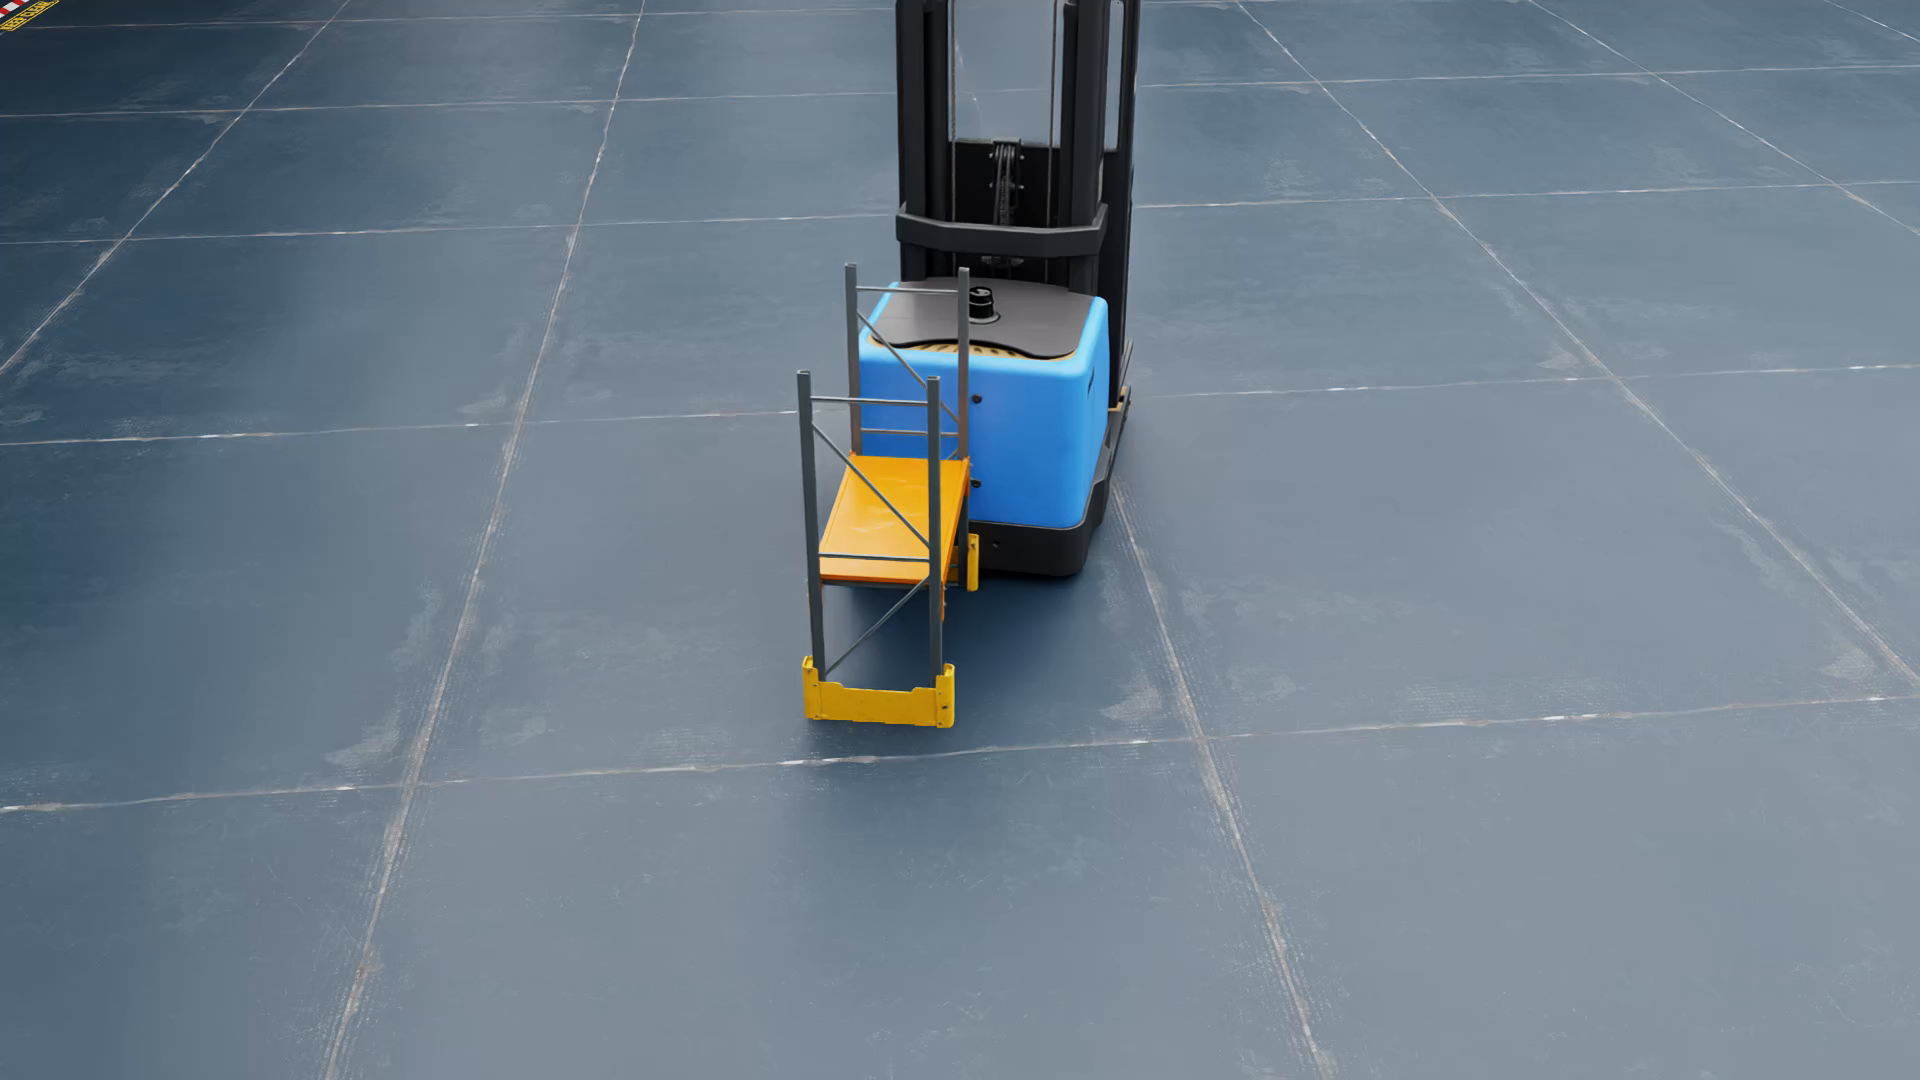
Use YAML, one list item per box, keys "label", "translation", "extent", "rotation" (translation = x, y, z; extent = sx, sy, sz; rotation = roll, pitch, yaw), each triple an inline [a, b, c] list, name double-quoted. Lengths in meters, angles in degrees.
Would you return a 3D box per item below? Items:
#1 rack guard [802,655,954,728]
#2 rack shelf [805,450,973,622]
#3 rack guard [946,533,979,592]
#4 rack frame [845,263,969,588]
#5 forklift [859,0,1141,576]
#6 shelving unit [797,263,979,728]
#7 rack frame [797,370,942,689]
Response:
- label: "rack guard"
  translation: [-0.317, 0.595, 6.510]
  extent: [0.587, 0.250, 0.087]
  rotation: [3, 31, 5]
- label: "rack shelf"
  translation: [-0.266, -0.037, 6.699]
  extent: [0.538, 0.185, 1.000]
  rotation: [3, 31, 5]
- label: "rack guard"
  translation: [-0.213, 0.087, 7.361]
  extent: [0.587, 0.250, 0.087]
  rotation: [3, 31, 5]
- label: "rack frame"
  translation: [-0.213, -0.450, 7.041]
  extent: [0.500, 1.500, 0.032]
  rotation: [3, 31, 5]
- label: "forklift"
  translation: [0.301, -1.840, 7.972]
  extent: [1.130, 2.935, 3.031]
  rotation: [6, 31, 9]
- label: "shelving unit"
  translation: [-0.265, -0.196, 6.615]
  extent: [0.587, 1.500, 1.083]
  rotation: [3, 31, 5]
- label: "rack frame"
  translation: [-0.319, 0.068, 6.173]
  extent: [0.500, 1.500, 0.032]
  rotation: [3, 31, 5]
